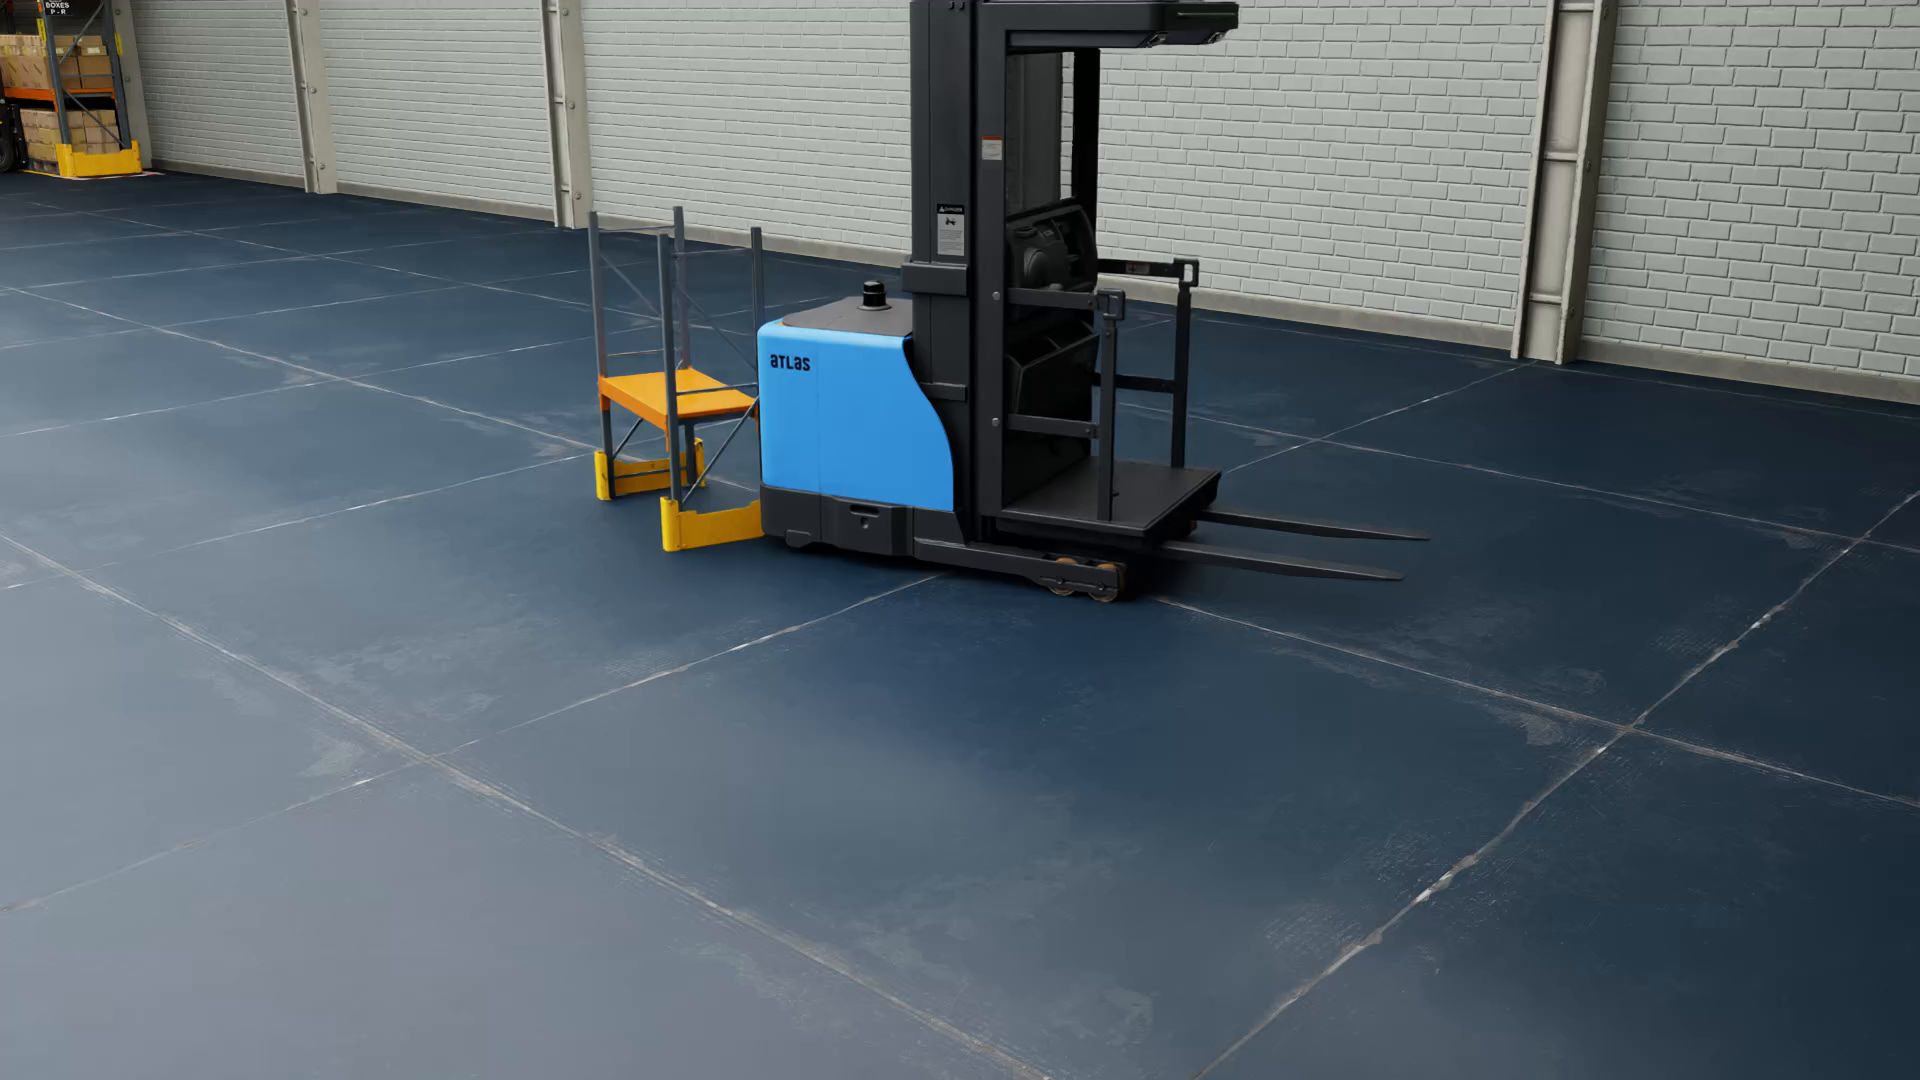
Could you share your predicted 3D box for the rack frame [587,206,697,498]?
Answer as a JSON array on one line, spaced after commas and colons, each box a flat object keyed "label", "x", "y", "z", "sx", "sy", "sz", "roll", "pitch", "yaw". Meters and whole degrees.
[{"label": "rack frame", "x": -1.655, "y": -0.976, "z": 8.708, "sx": 0.500, "sy": 1.500, "sz": 0.032, "roll": -10, "pitch": 20, "yaw": -28}]

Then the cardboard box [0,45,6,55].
[{"label": "cardboard box", "x": -15.461, "y": -7.982, "z": 27.065, "sx": 0.250, "sy": 0.149, "sz": 0.380, "roll": 14, "pitch": 23, "yaw": 38}]

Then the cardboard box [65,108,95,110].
[{"label": "cardboard box", "x": -14.286, "y": -6.865, "z": 26.983, "sx": 0.500, "sy": 0.250, "sz": 0.500, "roll": 15, "pitch": 23, "yaw": 39}]

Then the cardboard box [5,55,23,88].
[{"label": "cardboard box", "x": -14.984, "y": -7.556, "z": 26.797, "sx": 0.500, "sy": 0.500, "sz": 0.500, "roll": 14, "pitch": 23, "yaw": 38}]

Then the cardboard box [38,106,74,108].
[{"label": "cardboard box", "x": -15.032, "y": -7.072, "z": 27.636, "sx": 0.500, "sy": 0.250, "sz": 0.500, "roll": 14, "pitch": 23, "yaw": 38}]

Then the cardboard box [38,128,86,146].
[{"label": "cardboard box", "x": -14.248, "y": -6.415, "z": 26.391, "sx": 0.500, "sy": 0.250, "sz": 0.500, "roll": 15, "pitch": 23, "yaw": 39}]

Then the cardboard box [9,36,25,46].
[{"label": "cardboard box", "x": -14.908, "y": -7.966, "z": 26.524, "sx": 0.250, "sy": 0.149, "sz": 0.380, "roll": 16, "pitch": 23, "yaw": 41}]

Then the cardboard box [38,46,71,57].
[{"label": "cardboard box", "x": -14.121, "y": -7.623, "z": 25.936, "sx": 0.250, "sy": 0.149, "sz": 0.380, "roll": 15, "pitch": 23, "yaw": 40}]

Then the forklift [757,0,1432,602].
[{"label": "forklift", "x": 0.599, "y": -1.308, "z": 7.389, "sx": 3.031, "sy": 2.935, "sz": 1.130, "roll": 8, "pitch": 19, "yaw": 24}]

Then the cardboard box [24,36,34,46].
[{"label": "cardboard box", "x": -14.503, "y": -7.872, "z": 26.228, "sx": 0.250, "sy": 0.149, "sz": 0.380, "roll": 16, "pitch": 23, "yaw": 40}]

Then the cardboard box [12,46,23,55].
[{"label": "cardboard box", "x": -14.895, "y": -7.829, "z": 26.584, "sx": 0.250, "sy": 0.149, "sz": 0.380, "roll": 14, "pitch": 22, "yaw": 38}]

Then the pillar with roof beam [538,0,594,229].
[{"label": "pillar with roof beam", "x": -7.481, "y": -7.080, "z": 15.544, "sx": 0.400, "sy": 9.000, "sz": 9.100, "roll": 15, "pitch": 23, "yaw": 39}]

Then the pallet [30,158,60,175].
[{"label": "pallet", "x": -14.276, "y": -6.075, "z": 26.905, "sx": 1.213, "sy": 0.211, "sz": 1.003, "roll": 15, "pitch": 23, "yaw": 39}]

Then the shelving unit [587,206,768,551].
[{"label": "shelving unit", "x": -1.407, "y": -0.845, "z": 8.295, "sx": 0.587, "sy": 1.500, "sz": 1.083, "roll": -10, "pitch": 20, "yaw": -28}]

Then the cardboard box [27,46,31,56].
[{"label": "cardboard box", "x": -14.486, "y": -7.734, "z": 26.284, "sx": 0.250, "sy": 0.149, "sz": 0.380, "roll": 16, "pitch": 23, "yaw": 40}]

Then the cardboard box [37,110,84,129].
[{"label": "cardboard box", "x": -14.228, "y": -6.648, "z": 26.300, "sx": 0.500, "sy": 0.250, "sz": 0.500, "roll": 16, "pitch": 24, "yaw": 41}]

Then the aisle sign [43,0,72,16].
[{"label": "aisle sign", "x": -13.822, "y": -8.420, "z": 25.385, "sx": 0.004, "sy": 0.787, "sz": 0.394, "roll": 15, "pitch": 23, "yaw": 39}]

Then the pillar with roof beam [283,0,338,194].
[{"label": "pillar with roof beam", "x": -11.969, "y": -8.285, "z": 19.340, "sx": 0.400, "sy": 9.000, "sz": 9.100, "roll": 15, "pitch": 23, "yaw": 39}]

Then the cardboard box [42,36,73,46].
[{"label": "cardboard box", "x": -14.084, "y": -7.783, "z": 25.948, "sx": 0.250, "sy": 0.149, "sz": 0.380, "roll": 15, "pitch": 23, "yaw": 39}]

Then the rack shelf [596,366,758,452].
[{"label": "rack shelf", "x": -1.402, "y": -0.671, "z": 8.342, "sx": 0.538, "sy": 0.185, "sz": 1.000, "roll": -10, "pitch": 20, "yaw": -28}]

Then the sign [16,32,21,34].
[{"label": "sign", "x": -16.301, "y": -8.640, "z": 28.814, "sx": 0.005, "sy": 0.325, "sz": 0.100, "roll": 15, "pitch": 23, "yaw": 39}]

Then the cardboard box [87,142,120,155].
[{"label": "cardboard box", "x": -13.914, "y": -6.293, "z": 26.832, "sx": 0.500, "sy": 0.250, "sz": 0.500, "roll": 15, "pitch": 23, "yaw": 39}]

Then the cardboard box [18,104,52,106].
[{"label": "cardboard box", "x": -15.783, "y": -7.276, "z": 28.278, "sx": 0.500, "sy": 0.250, "sz": 0.500, "roll": 15, "pitch": 23, "yaw": 38}]

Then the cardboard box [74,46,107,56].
[{"label": "cardboard box", "x": -13.758, "y": -7.744, "z": 26.316, "sx": 0.250, "sy": 0.149, "sz": 0.380, "roll": 14, "pitch": 23, "yaw": 38}]

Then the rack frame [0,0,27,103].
[{"label": "rack frame", "x": -16.668, "y": -8.063, "z": 28.560, "sx": 0.127, "sy": 3.000, "sz": 1.000, "roll": 15, "pitch": 23, "yaw": 39}]

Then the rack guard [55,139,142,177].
[{"label": "rack guard", "x": -13.658, "y": -6.064, "z": 26.393, "sx": 0.348, "sy": 0.500, "sz": 1.175, "roll": 15, "pitch": 23, "yaw": 39}]

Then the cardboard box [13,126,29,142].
[{"label": "cardboard box", "x": -15.016, "y": -6.617, "z": 27.028, "sx": 0.500, "sy": 0.250, "sz": 0.500, "roll": 14, "pitch": 23, "yaw": 38}]

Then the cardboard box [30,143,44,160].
[{"label": "cardboard box", "x": -14.603, "y": -6.275, "z": 26.775, "sx": 0.500, "sy": 0.250, "sz": 0.500, "roll": 15, "pitch": 23, "yaw": 39}]

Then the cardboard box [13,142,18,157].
[{"label": "cardboard box", "x": -15.375, "y": -6.476, "z": 27.411, "sx": 0.500, "sy": 0.250, "sz": 0.500, "roll": 16, "pitch": 24, "yaw": 41}]

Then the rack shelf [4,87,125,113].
[{"label": "rack shelf", "x": -15.172, "y": -7.319, "z": 27.404, "sx": 4.000, "sy": 0.370, "sz": 1.077, "roll": 15, "pitch": 23, "yaw": 39}]

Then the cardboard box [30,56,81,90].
[{"label": "cardboard box", "x": -14.219, "y": -7.347, "z": 26.139, "sx": 0.500, "sy": 0.500, "sz": 0.500, "roll": 14, "pitch": 23, "yaw": 38}]

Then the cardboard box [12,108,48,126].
[{"label": "cardboard box", "x": -14.997, "y": -6.848, "z": 26.931, "sx": 0.500, "sy": 0.250, "sz": 0.500, "roll": 15, "pitch": 23, "yaw": 40}]

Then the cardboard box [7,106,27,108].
[{"label": "cardboard box", "x": -15.759, "y": -7.059, "z": 27.594, "sx": 0.500, "sy": 0.250, "sz": 0.500, "roll": 16, "pitch": 24, "yaw": 41}]

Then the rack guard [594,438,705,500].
[{"label": "rack guard", "x": -1.655, "y": -0.380, "z": 8.896, "sx": 0.587, "sy": 0.250, "sz": 0.087, "roll": -10, "pitch": 20, "yaw": -28}]
